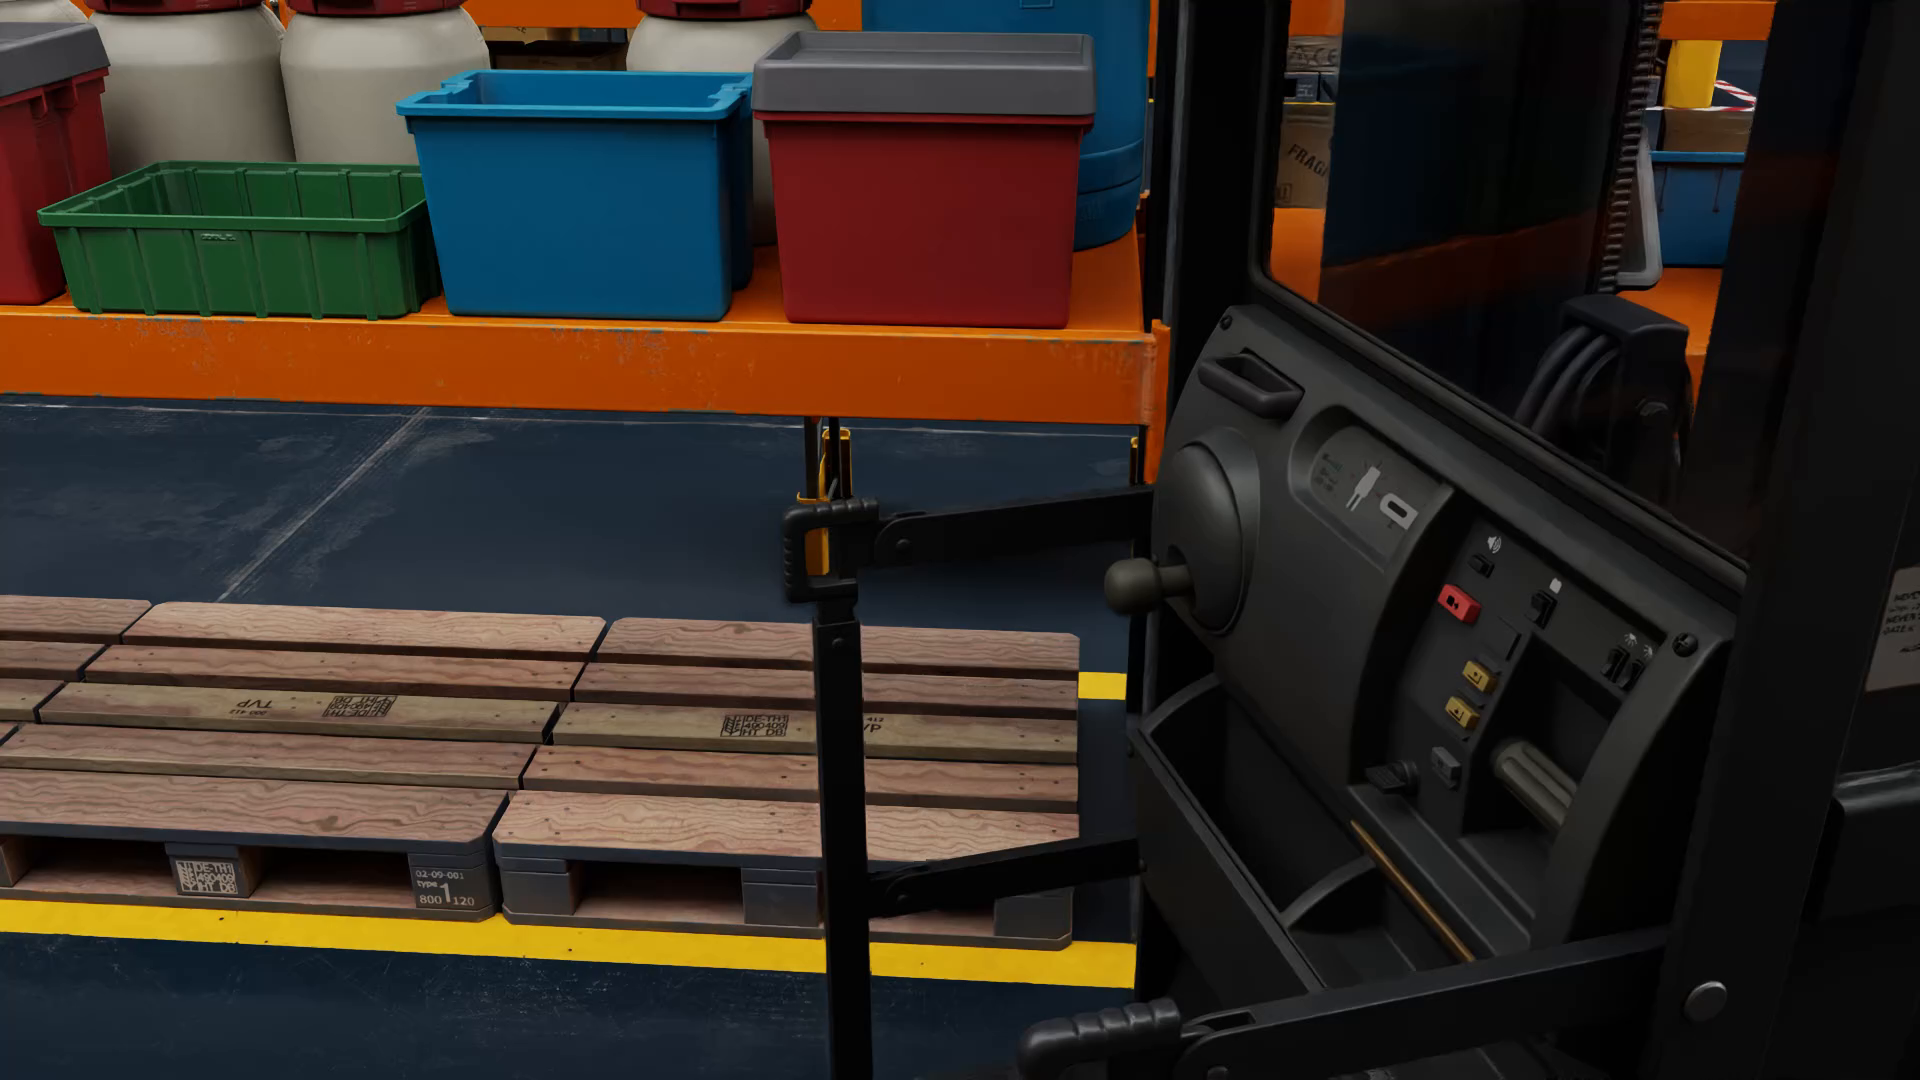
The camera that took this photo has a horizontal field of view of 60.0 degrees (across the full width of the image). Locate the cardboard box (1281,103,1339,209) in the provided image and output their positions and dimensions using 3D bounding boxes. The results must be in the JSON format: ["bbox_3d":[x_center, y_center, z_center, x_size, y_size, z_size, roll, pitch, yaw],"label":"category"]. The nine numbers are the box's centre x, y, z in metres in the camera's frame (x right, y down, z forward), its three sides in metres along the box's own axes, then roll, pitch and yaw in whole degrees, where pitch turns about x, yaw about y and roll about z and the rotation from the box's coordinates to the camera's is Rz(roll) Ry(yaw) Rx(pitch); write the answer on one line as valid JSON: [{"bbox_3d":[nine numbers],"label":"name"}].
[{"bbox_3d":[1.803,-1.811,8.085,0.500,0.500,0.500,10,27,21],"label":"cardboard box"}]

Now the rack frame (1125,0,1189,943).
[{"bbox_3d":[0.456,-0.736,3.261,0.127,3.000,1.000,2,25,4],"label":"rack frame"}]

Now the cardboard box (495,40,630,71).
[{"bbox_3d":[-1.953,-2.312,8.252,0.500,0.250,0.500,5,25,10],"label":"cardboard box"}]

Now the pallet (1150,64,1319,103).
[{"bbox_3d":[2.068,-3.541,12.692,1.213,0.211,1.003,2,25,4],"label":"pallet"}]

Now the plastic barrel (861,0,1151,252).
[{"bbox_3d":[0.094,-1.102,3.458,0.708,0.901,0.600,2,25,4],"label":"plastic barrel"}]

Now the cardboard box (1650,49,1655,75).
[{"bbox_3d":[4.623,-3.956,12.299,0.875,0.875,0.875,2,25,4],"label":"cardboard box"}]

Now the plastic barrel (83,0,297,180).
[{"bbox_3d":[-1.644,-0.957,3.579,0.433,0.535,0.433,0,25,0],"label":"plastic barrel"}]

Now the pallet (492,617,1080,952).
[{"bbox_3d":[-0.330,0.522,3.864,1.213,0.211,1.003,2,25,4],"label":"pallet"}]

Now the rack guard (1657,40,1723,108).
[{"bbox_3d":[5.328,-3.600,12.476,0.348,0.500,1.175,2,25,4],"label":"rack guard"}]

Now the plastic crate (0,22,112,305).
[{"bbox_3d":[-1.944,-0.714,3.136,0.583,0.464,0.402,2,25,4],"label":"plastic crate"}]

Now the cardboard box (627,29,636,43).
[{"bbox_3d":[-2.072,-4.104,12.770,0.750,0.750,1.050,2,25,3],"label":"cardboard box"}]

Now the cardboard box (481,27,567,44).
[{"bbox_3d":[-3.348,-3.960,12.755,0.500,0.500,0.500,2,25,4],"label":"cardboard box"}]

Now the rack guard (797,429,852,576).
[{"bbox_3d":[-0.421,-0.127,5.227,0.087,0.250,0.587,2,25,4],"label":"rack guard"}]

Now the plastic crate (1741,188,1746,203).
[{"bbox_3d":[1.788,-0.479,2.955,0.662,0.188,0.450,2,25,4],"label":"plastic crate"}]

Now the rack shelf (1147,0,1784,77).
[{"bbox_3d":[2.830,-2.410,7.759,4.000,0.370,1.077,2,25,4],"label":"rack shelf"}]

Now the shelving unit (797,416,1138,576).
[{"bbox_3d":[0.076,-0.679,4.931,1.083,1.500,0.587,2,25,4],"label":"shelving unit"}]

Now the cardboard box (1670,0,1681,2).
[{"bbox_3d":[3.020,-2.486,7.364,0.250,0.149,0.380,2,25,4],"label":"cardboard box"}]

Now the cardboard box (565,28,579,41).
[{"bbox_3d":[-3.358,-4.177,13.226,0.500,0.500,0.500,1,25,2],"label":"cardboard box"}]

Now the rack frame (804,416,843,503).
[{"bbox_3d":[-0.422,-0.695,4.966,0.032,1.500,0.500,2,25,4],"label":"rack frame"}]

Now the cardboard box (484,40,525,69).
[{"bbox_3d":[-2.482,-2.324,8.280,0.500,0.250,0.500,3,25,6],"label":"cardboard box"}]

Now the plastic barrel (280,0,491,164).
[{"bbox_3d":[-1.212,-0.943,3.549,0.433,0.535,0.433,0,25,0],"label":"plastic barrel"}]

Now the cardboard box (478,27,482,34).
[{"bbox_3d":[-3.866,-3.978,12.794,0.500,0.500,0.500,3,25,6],"label":"cardboard box"}]

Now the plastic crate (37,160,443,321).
[{"bbox_3d":[-1.302,-0.578,3.171,0.662,0.188,0.450,2,25,4],"label":"plastic crate"}]

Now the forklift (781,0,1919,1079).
[{"bbox_3d":[0.227,0.029,1.680,3.031,2.935,1.130,-7,26,-14],"label":"forklift"}]

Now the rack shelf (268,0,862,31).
[{"bbox_3d":[-1.159,-2.538,8.037,4.000,0.370,1.077,2,25,4],"label":"rack shelf"}]

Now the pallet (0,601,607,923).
[{"bbox_3d":[-1.549,0.484,3.946,1.213,0.211,1.003,2,25,4],"label":"pallet"}]

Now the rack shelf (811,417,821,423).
[{"bbox_3d":[0.085,-0.515,5.006,1.000,0.185,0.538,2,25,4],"label":"rack shelf"}]

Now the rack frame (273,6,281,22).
[{"bbox_3d":[-3.153,-2.928,8.026,0.127,3.000,1.000,2,25,4],"label":"rack frame"}]

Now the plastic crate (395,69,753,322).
[{"bbox_3d":[-0.667,-0.634,3.059,0.575,0.384,0.392,2,25,4],"label":"plastic crate"}]

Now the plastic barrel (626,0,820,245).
[{"bbox_3d":[-0.481,-0.920,3.498,0.433,0.535,0.433,0,25,0],"label":"plastic barrel"}]

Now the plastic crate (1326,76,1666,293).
[{"bbox_3d":[0.969,-0.638,3.123,0.504,0.338,0.767,2,25,4],"label":"plastic crate"}]

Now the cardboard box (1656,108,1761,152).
[{"bbox_3d":[3.604,-1.759,7.973,0.500,0.500,0.500,8,26,18],"label":"cardboard box"}]

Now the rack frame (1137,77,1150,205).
[{"bbox_3d":[0.836,-2.800,7.747,0.127,3.000,1.000,2,25,4],"label":"rack frame"}]

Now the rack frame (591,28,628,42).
[{"bbox_3d":[-2.672,-4.992,12.511,0.127,3.000,1.000,2,25,4],"label":"rack frame"}]

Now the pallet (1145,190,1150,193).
[{"bbox_3d":[1.508,-1.527,8.316,1.213,0.211,1.003,2,25,4],"label":"pallet"}]

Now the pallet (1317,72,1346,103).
[{"bbox_3d":[3.288,-3.503,12.610,1.213,0.211,1.003,2,25,4],"label":"pallet"}]

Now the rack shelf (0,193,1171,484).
[{"bbox_3d":[-1.538,-0.473,3.551,4.000,0.370,1.077,2,25,4],"label":"rack shelf"}]

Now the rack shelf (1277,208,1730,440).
[{"bbox_3d":[2.450,-0.345,3.272,4.000,0.370,1.077,2,25,4],"label":"rack shelf"}]

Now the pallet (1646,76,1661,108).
[{"bbox_3d":[4.501,-3.463,12.523,1.213,0.211,1.003,2,25,4],"label":"pallet"}]

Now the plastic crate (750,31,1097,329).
[{"bbox_3d":[-0.050,-0.653,3.004,0.583,0.464,0.402,2,25,4],"label":"plastic crate"}]

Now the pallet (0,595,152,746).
[{"bbox_3d":[-2.762,0.444,4.033,1.213,0.211,1.003,2,25,4],"label":"pallet"}]

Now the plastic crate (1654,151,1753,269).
[{"bbox_3d":[1.581,-0.746,3.461,0.616,0.251,0.499,2,25,4],"label":"plastic crate"}]

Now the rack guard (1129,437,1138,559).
[{"bbox_3d":[0.573,-0.095,5.158,0.087,0.250,0.587,2,25,4],"label":"rack guard"}]

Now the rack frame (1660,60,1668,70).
[{"bbox_3d":[5.304,-4.736,11.955,0.127,3.000,1.000,2,25,4],"label":"rack frame"}]

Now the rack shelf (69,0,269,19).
[{"bbox_3d":[-5.147,-2.666,8.315,4.000,0.370,1.077,2,25,4],"label":"rack shelf"}]

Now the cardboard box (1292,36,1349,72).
[{"bbox_3d":[2.837,-4.013,12.423,0.875,0.875,0.875,2,25,4],"label":"cardboard box"}]

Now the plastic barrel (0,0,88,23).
[{"bbox_3d":[-2.070,-0.957,3.609,0.421,0.512,0.421,0,25,0],"label":"plastic barrel"}]
